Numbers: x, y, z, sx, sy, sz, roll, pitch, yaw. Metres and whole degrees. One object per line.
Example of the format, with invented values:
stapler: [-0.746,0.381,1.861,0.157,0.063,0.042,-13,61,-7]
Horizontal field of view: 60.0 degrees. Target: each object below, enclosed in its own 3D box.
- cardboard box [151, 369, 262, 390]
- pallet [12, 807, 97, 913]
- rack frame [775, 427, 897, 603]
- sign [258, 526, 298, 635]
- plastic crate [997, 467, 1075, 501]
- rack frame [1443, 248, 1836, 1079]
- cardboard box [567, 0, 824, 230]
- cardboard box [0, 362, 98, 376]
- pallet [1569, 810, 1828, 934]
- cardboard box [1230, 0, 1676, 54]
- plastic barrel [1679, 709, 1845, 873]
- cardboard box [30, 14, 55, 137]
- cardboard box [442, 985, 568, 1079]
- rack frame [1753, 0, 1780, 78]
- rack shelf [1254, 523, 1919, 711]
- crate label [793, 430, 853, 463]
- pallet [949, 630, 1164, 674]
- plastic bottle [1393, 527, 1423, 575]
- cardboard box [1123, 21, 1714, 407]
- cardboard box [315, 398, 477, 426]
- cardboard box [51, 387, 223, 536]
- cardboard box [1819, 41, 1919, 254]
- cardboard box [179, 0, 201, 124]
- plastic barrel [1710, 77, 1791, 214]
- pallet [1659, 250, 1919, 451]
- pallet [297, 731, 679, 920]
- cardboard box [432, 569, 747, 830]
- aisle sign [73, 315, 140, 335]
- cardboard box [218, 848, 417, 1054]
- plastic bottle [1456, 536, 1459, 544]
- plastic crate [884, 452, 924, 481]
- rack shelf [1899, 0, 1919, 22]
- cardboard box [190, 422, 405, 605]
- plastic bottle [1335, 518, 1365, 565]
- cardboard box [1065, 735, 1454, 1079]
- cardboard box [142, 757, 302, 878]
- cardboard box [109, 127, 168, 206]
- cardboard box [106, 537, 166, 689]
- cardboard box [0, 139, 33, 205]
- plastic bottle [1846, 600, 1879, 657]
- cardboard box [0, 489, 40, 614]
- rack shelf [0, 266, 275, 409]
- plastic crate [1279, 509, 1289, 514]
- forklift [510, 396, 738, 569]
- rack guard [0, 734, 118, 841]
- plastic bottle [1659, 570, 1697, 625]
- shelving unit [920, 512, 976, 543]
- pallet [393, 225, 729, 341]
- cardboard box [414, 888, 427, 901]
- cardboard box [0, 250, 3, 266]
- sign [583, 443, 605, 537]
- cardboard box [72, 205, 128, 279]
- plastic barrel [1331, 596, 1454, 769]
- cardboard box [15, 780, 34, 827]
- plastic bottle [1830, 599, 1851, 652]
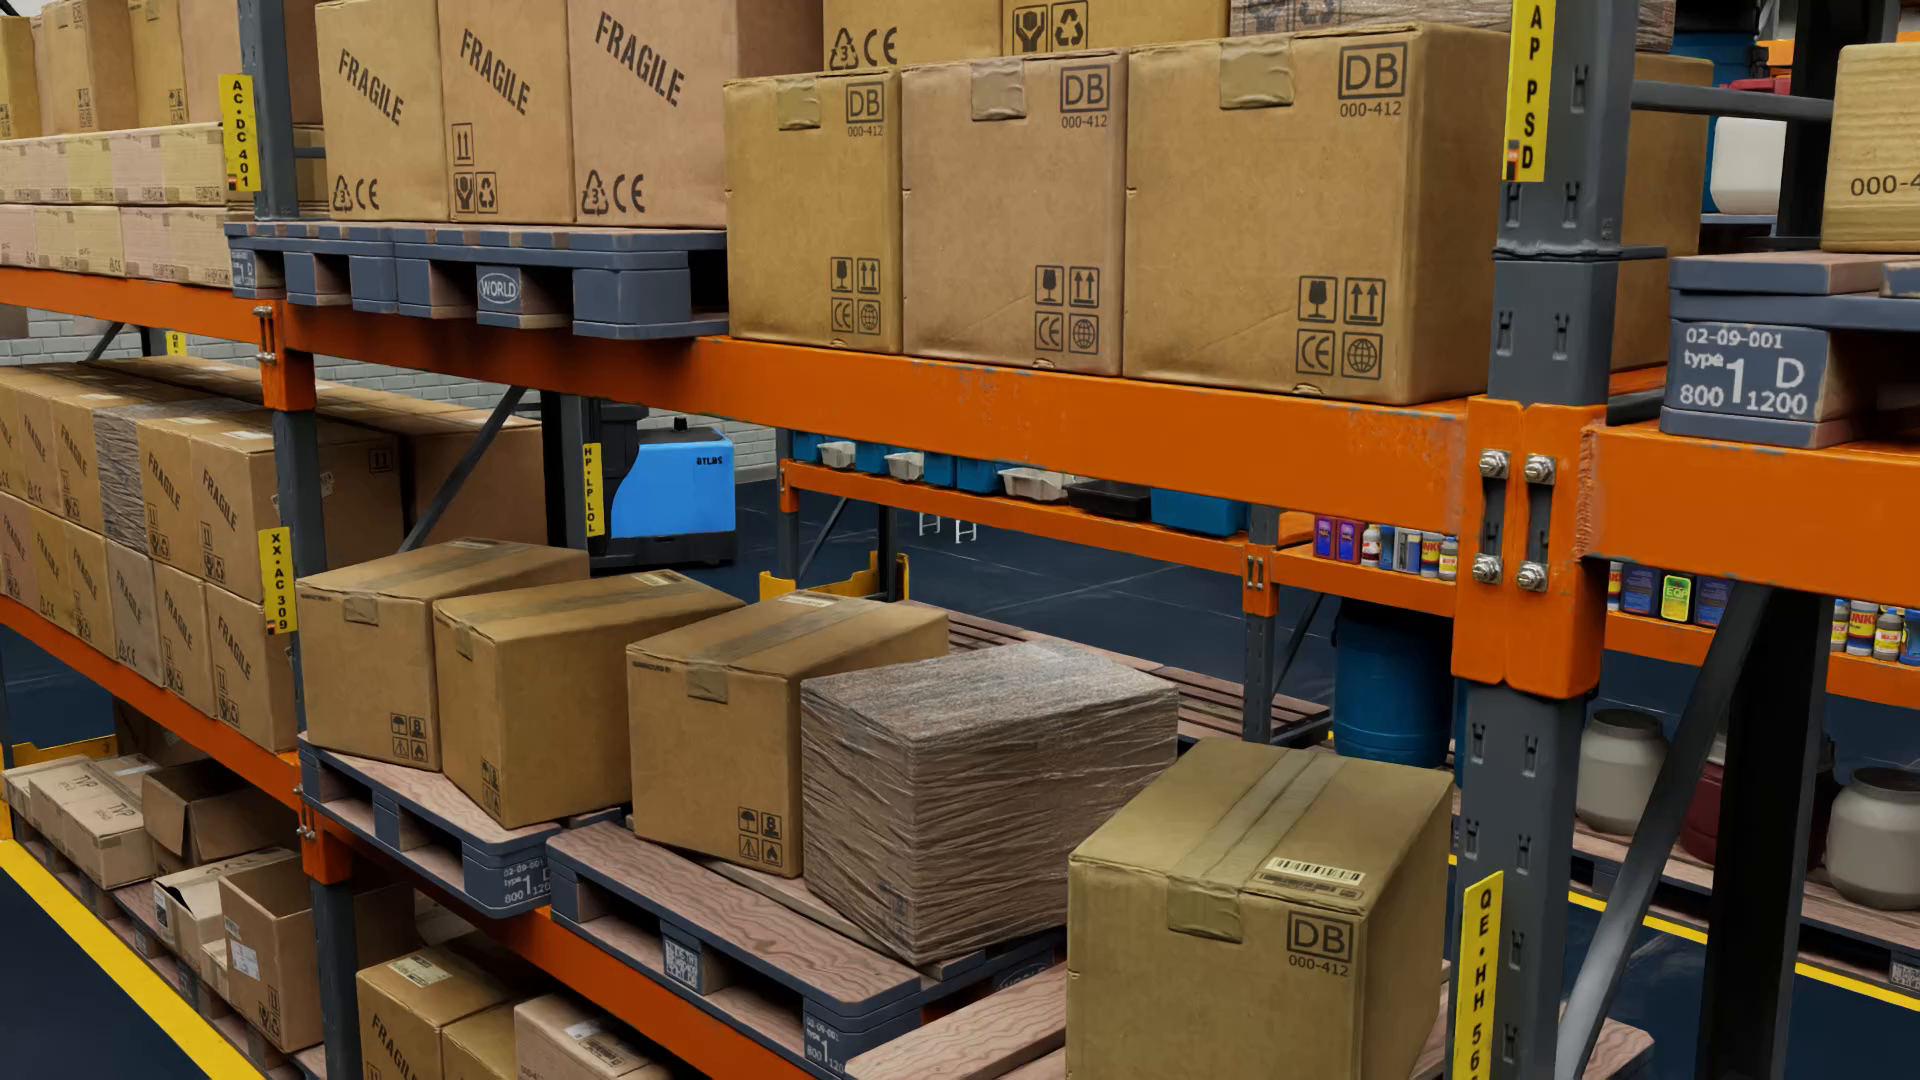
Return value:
cardboard box: [-3.233,-0.476,7.399,0.500,0.500,0.500,-10,16,-41]
pallet: [-3.846,1.381,8.024,1.003,0.211,1.213,-11,16,-43]
rack frame: [-0.865,-0.802,11.709,1.000,3.000,0.127,-11,16,-43]
sign: [-2.075,0.124,5.068,0.100,0.325,0.005,-11,16,-43]
plastic crate: [0.478,-0.331,9.926,0.293,0.136,0.466,-11,16,-43]
rack frame: [1.075,1.055,2.694,1.000,3.000,0.127,-11,16,-43]
cardboard box: [-0.470,-1.023,3.813,0.600,0.600,0.600,11,16,43]
cardboard box: [-4.334,-0.549,7.757,0.500,0.500,0.500,-10,15,-41]
pallet: [3.247,1.444,7.717,1.003,0.211,1.213,-11,16,-43]
cardboard box: [0.778,-1.017,2.594,0.500,0.500,0.500,-11,16,-43]
plastic barrel: [3.530,1.107,7.378,0.600,0.588,0.708,-11,16,-43]
cardboard box: [-3.376,-1.905,6.901,0.700,0.500,0.500,-11,16,-43]
cardboard box: [-1.153,1.661,4.858,0.500,0.500,0.500,-11,16,-42]
rack frame: [5.480,-3.847,11.620,1.000,3.000,0.127,-11,16,-43]
rack shelf: [3.279,0.426,7.531,1.077,0.370,4.000,-11,16,-43]
crate label: [-0.932,-0.667,11.322,0.416,0.233,0.303,-11,16,-43]
pallet: [0.515,0.868,10.516,1.003,0.211,1.213,-11,16,-43]
plastic bottle: [2.194,0.017,8.043,0.152,0.276,0.135,-11,16,-43]
cardboard box: [0.749,-0.522,2.667,0.910,0.500,0.500,-11,16,-43]
cardboard box: [-2.166,-0.250,6.306,0.500,0.500,0.500,11,16,43]
cardboard box: [-3.274,-0.326,6.675,0.500,0.500,0.500,-11,16,-43]
cardboard box: [1.429,-0.488,2.081,0.500,0.250,0.500,10,15,41]
cardboard box: [-2.294,-1.695,5.883,0.700,0.500,0.500,-11,16,-43]
plastic barrel: [3.327,-1.613,6.837,0.433,0.535,0.433,0,12,0]
pallet: [1.608,-0.235,1.990,1.213,0.211,1.003,-10,15,-40]
pallet: [-1.215,0.697,4.907,1.003,0.211,1.213,-11,16,-43]
cardboard box: [-1.001,0.409,4.544,0.700,0.500,0.500,-8,14,-34]
aisle sign: [-4.275,-1.438,8.354,0.394,0.787,0.004,-11,16,-43]
cardboard box: [-2.286,1.437,5.947,0.500,0.500,0.500,-11,16,-43]
plastic bottle: [2.579,-0.035,8.478,0.097,0.201,0.097,0,12,0]
plastic crate: [-0.302,-0.463,10.568,0.250,0.136,0.298,-11,16,-43]
rack shelf: [14.854,-7.487,22.837,1.077,0.370,4.000,-11,16,-43]
cardboard box: [-2.224,-0.105,5.600,0.500,0.500,0.500,-11,16,-42]
plastic bottle: [1.935,-0.029,8.244,0.061,0.283,0.133,-11,16,-43]
cardboard box: [0.559,0.724,3.011,0.500,0.500,0.700,6,13,26]
cardboard box: [-2.989,1.205,7.062,0.797,0.503,0.637,-11,16,-43]
cardboard box: [-2.562,-1.276,5.707,0.500,0.250,0.500,-11,16,-43]
cardboard box: [-2.932,0.236,6.425,0.500,0.500,0.500,-10,16,-41]
cardboard box: [-3.593,-1.495,6.774,0.500,0.250,0.500,-11,16,-43]
plastic bottle: [3.577,0.319,6.586,0.097,0.271,0.097,0,12,0]
cardboard box: [-3.974,0.015,7.496,0.500,0.500,0.500,-11,16,-43]
rack shelf: [-3.069,-0.937,6.714,1.077,0.370,4.000,-11,16,-43]
plastic crate: [1.680,-0.206,9.322,0.396,0.136,0.243,-11,16,-43]
forklift: [-3.471,-1.221,13.912,3.031,2.935,1.130,-4,12,-17]
rack guard: [-4.397,1.123,8.559,1.175,0.500,0.348,-11,16,-43]
plastic bottle: [3.063,0.210,7.087,0.061,0.283,0.133,-11,16,-43]
shelving unit: [-0.114,-0.612,15.246,0.258,1.200,0.503,-11,16,-43]
pallet: [-0.569,-0.650,4.002,1.213,0.211,1.003,-11,16,-43]
cardboard box: [-2.425,1.428,6.819,0.380,0.166,0.250,-11,16,-43]
cardboard box: [-3.943,-1.323,7.175,0.500,0.250,0.500,-11,16,-43]
sign: [-1.288,-0.173,5.789,0.100,0.325,0.005,-11,16,-43]
cardboard box: [-2.905,-1.104,6.114,0.500,0.250,0.500,-11,16,-43]
plastic barrel: [2.261,0.686,8.648,0.600,0.901,0.708,-11,16,-43]
cardboard box: [-4.236,1.206,7.896,0.380,0.166,0.250,-11,16,-43]
plastic bottle: [3.510,0.339,6.662,0.097,0.201,0.097,0,12,0]
